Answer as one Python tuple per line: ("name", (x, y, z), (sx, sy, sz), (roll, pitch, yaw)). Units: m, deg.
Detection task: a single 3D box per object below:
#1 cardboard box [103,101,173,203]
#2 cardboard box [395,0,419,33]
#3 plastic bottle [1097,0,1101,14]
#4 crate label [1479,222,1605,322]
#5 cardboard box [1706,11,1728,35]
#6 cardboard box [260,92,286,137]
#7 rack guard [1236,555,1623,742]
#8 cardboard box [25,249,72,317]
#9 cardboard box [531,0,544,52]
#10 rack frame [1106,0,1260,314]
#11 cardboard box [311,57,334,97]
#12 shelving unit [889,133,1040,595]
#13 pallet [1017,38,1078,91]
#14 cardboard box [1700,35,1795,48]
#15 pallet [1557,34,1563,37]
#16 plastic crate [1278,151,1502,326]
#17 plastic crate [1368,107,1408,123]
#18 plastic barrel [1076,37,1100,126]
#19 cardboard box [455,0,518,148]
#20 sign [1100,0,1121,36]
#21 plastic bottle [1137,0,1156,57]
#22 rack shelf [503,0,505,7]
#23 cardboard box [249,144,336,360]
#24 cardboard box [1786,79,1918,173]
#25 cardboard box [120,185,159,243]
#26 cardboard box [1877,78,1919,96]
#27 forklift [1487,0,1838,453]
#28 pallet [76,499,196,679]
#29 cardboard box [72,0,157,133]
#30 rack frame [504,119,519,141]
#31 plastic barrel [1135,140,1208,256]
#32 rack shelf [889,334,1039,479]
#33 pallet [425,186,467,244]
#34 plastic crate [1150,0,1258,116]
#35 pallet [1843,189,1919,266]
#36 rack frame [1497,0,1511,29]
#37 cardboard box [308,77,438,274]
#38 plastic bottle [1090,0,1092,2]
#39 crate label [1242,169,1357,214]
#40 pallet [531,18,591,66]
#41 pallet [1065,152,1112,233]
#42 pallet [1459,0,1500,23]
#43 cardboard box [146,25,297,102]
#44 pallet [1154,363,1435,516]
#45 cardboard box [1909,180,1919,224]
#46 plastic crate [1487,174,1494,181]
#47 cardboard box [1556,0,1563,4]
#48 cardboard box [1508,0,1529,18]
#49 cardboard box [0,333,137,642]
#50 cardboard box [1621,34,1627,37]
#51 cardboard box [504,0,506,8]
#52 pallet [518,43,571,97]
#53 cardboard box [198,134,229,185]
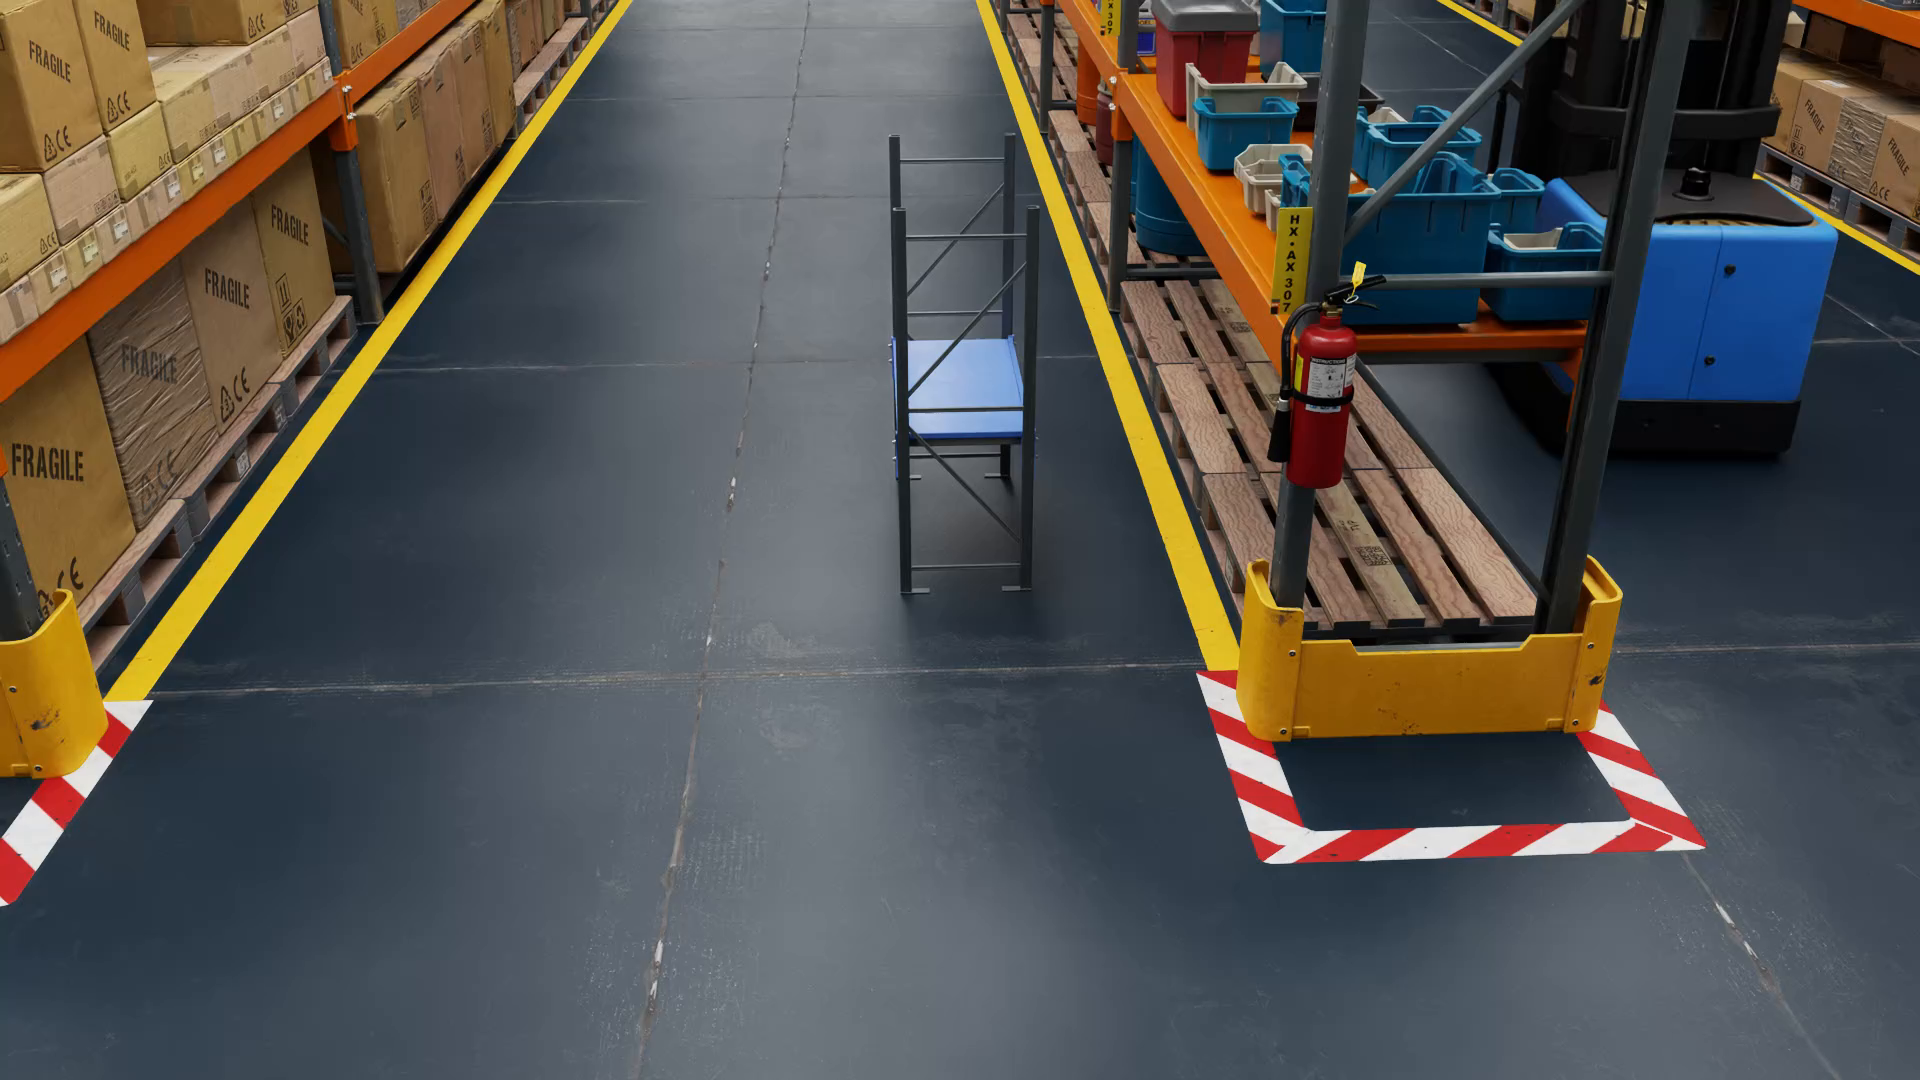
("cardboard box", (-3.233, -1.414, 6.058), (0.500, 0.250, 0.500), (-2, 28, -4))
("cardboard box", (-3.457, -3.222, 9.576), (0.500, 0.500, 0.500), (-2, 28, -4))
("plastic bottle", (0.908, -3.306, 9.978), (0.152, 0.276, 0.135), (-1, 28, -3))
("crate label", (1.841, -0.843, 5.238), (0.416, 0.233, 0.303), (-1, 28, -3))
("cardboard box", (5.781, -4.032, 13.150), (0.500, 0.311, 0.500), (-1, 28, -1))
("cardboard box", (-3.246, -1.895, 7.412), (0.380, 0.149, 0.250), (-1, 28, -2))
("rack guard", (1.539, 0.351, 5.537), (1.175, 0.500, 0.348), (-1, 28, -3))
("cardboard box", (-3.125, -0.828, 5.365), (0.380, 0.149, 0.250), (-2, 28, -3))
("cardboard box", (-4.001, -4.514, 14.388), (0.700, 0.500, 0.500), (-4, 28, -7))
("rack frame", (1.316, -2.615, 8.521), (1.000, 3.000, 0.127), (-1, 28, -3))
("cardboard box", (-3.287, -2.252, 8.095), (0.380, 0.149, 0.250), (-1, 28, -2))
("shelving unit", (-0.004, -0.704, 6.479), (0.538, 1.500, 1.048), (-1, 28, -3))
("pallet", (1.045, -4.147, 14.473), (1.003, 0.211, 1.213), (-1, 28, -3))
("cardboard box", (5.793, -3.450, 12.349), (0.500, 0.500, 0.500), (0, 28, 0))
("pallet", (5.990, -4.287, 14.742), (1.003, 0.211, 1.213), (-1, 28, -3))
("plastic crate", (1.321, -0.961, 5.245), (0.616, 0.435, 0.499), (-1, 28, -3))
("plastic crate", (1.708, -1.728, 7.040), (0.293, 0.136, 0.466), (-1, 28, -3))
("plastic barrel", (1.150, -3.461, 12.035), (0.600, 0.830, 0.708), (-1, 28, -3))
("cardboard box", (-3.823, -3.268, 11.616), (1.225, 0.875, 0.875), (-3, 28, -5))
("sign", (0.767, -2.726, 8.433), (0.100, 0.325, 0.005), (-1, 28, -3))
("plastic bottle", (0.973, -2.735, 8.884), (0.152, 0.276, 0.135), (-1, 28, -3))
("rack shelf", (-3.943, -4.948, 13.771), (1.077, 0.370, 4.000), (-1, 28, -3))
("cardboard box", (-3.675, -1.433, 8.098), (0.875, 0.875, 0.875), (-1, 28, -3))
("cardboard box", (5.879, -2.736, 10.979), (0.500, 0.500, 0.500), (-2, 28, -4))
("cardboard box", (-3.165, -1.184, 6.047), (0.380, 0.149, 0.250), (-2, 28, -4))
("cardboard box", (6.398, -2.760, 11.025), (0.500, 0.500, 0.500), (-2, 28, -5))
("forklift", (3.231, -2.328, 8.044), (1.130, 2.935, 3.031), (1, 28, 2))
("pallet", (-3.541, 0.220, 6.099), (1.003, 0.211, 1.213), (-1, 28, -3))
("cardboard box", (-3.236, -1.745, 5.881), (0.500, 0.500, 0.500), (-2, 28, -4))
("rack frame", (-3.839, -4.343, 11.834), (1.000, 3.000, 0.127), (-1, 28, -3))
("plastic barrel", (1.305, -2.123, 9.392), (0.600, 0.901, 0.708), (-1, 28, -3))
("rack shelf", (-0.004, -0.545, 6.562), (0.538, 0.185, 1.000), (-1, 28, -3))
("pallet", (-3.812, -2.179, 10.699), (1.003, 0.211, 1.213), (-1, 28, -3))
("plastic crate", (1.113, -2.252, 7.690), (0.402, 0.464, 0.583), (-1, 28, -3))
("pallet", (6.183, -1.872, 10.110), (1.003, 0.211, 1.213), (-1, 28, -3))
("rack frame", (5.845, -6.428, 15.831), (1.000, 3.000, 0.127), (-1, 28, -3))
("cardboard box", (-3.683, -2.035, 9.252), (1.225, 0.875, 0.875), (-1, 28, -2))
("plastic bottle", (0.884, -3.519, 10.307), (0.144, 0.351, 0.185), (-1, 28, -3))
("crate label", (1.262, -1.312, 6.243), (0.396, 0.136, 0.243), (-1, 28, -3))
("pallet", (-4.005, -4.594, 15.331), (1.003, 0.211, 1.213), (-1, 28, -3))
("pallet", (1.251, -2.301, 10.934), (1.003, 0.211, 1.213), (-1, 28, -3))
("pallet", (5.846, -5.560, 17.182), (1.003, 0.211, 1.213), (-1, 28, -3))
("cardboard box", (-3.315, -2.125, 7.421), (0.500, 0.250, 0.500), (-1, 28, -1))
("pallet", (1.460, -0.476, 7.434), (1.003, 0.211, 1.213), (-1, 28, -3))
("cardboard box", (5.951, -2.041, 9.647), (0.500, 0.500, 0.500), (-2, 28, -3))
("plastic crate", (1.872, -1.263, 6.149), (0.250, 0.136, 0.298), (-1, 28, -3))
("cardboard box", (5.667, -4.976, 14.961), (0.500, 0.311, 0.500), (-2, 28, -4))
("cardboard box", (5.619, -5.203, 16.001), (0.500, 0.250, 0.500), (-2, 28, -4))
("cardboard box", (-3.534, -0.186, 5.707), (0.875, 0.875, 0.875), (-1, 28, -3))
("cardboard box", (5.753, -4.023, 13.738), (0.500, 0.250, 0.500), (-2, 28, -3))
("cardboard box", (-3.941, -4.316, 13.197), (0.500, 0.250, 0.500), (2, 28, 3))
("pallet", (-3.939, -4.030, 14.248), (1.003, 0.211, 1.213), (-1, 28, -3))
("cardboard box", (-3.207, -1.541, 6.732), (0.380, 0.149, 0.250), (-1, 28, -2))
